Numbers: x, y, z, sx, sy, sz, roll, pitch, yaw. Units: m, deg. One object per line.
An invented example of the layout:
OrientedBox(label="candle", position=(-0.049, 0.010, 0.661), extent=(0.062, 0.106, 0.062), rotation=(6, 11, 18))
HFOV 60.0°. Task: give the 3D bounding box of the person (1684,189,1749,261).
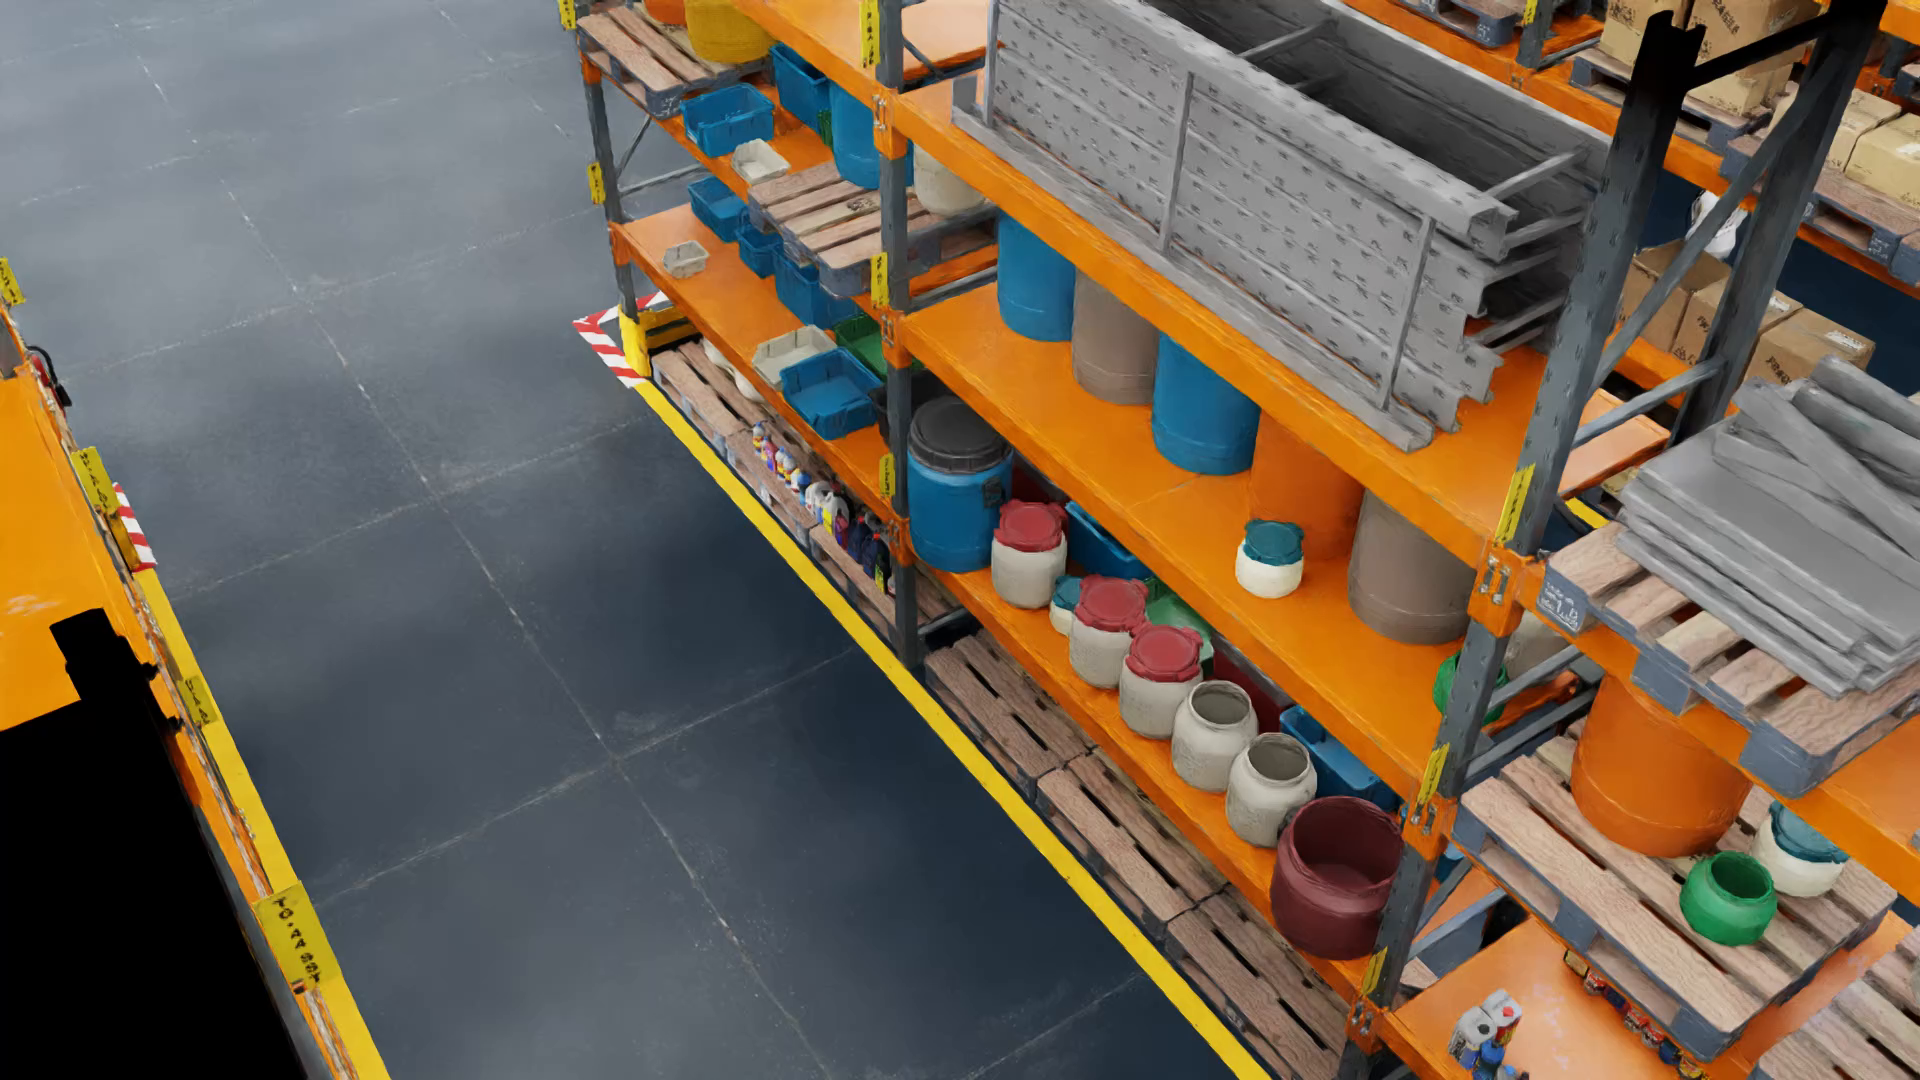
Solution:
OrientedBox(label="person", position=(5.892, -2.303, 13.072), extent=(0.639, 1.632, 0.512), rotation=(-26, 49, -26))
